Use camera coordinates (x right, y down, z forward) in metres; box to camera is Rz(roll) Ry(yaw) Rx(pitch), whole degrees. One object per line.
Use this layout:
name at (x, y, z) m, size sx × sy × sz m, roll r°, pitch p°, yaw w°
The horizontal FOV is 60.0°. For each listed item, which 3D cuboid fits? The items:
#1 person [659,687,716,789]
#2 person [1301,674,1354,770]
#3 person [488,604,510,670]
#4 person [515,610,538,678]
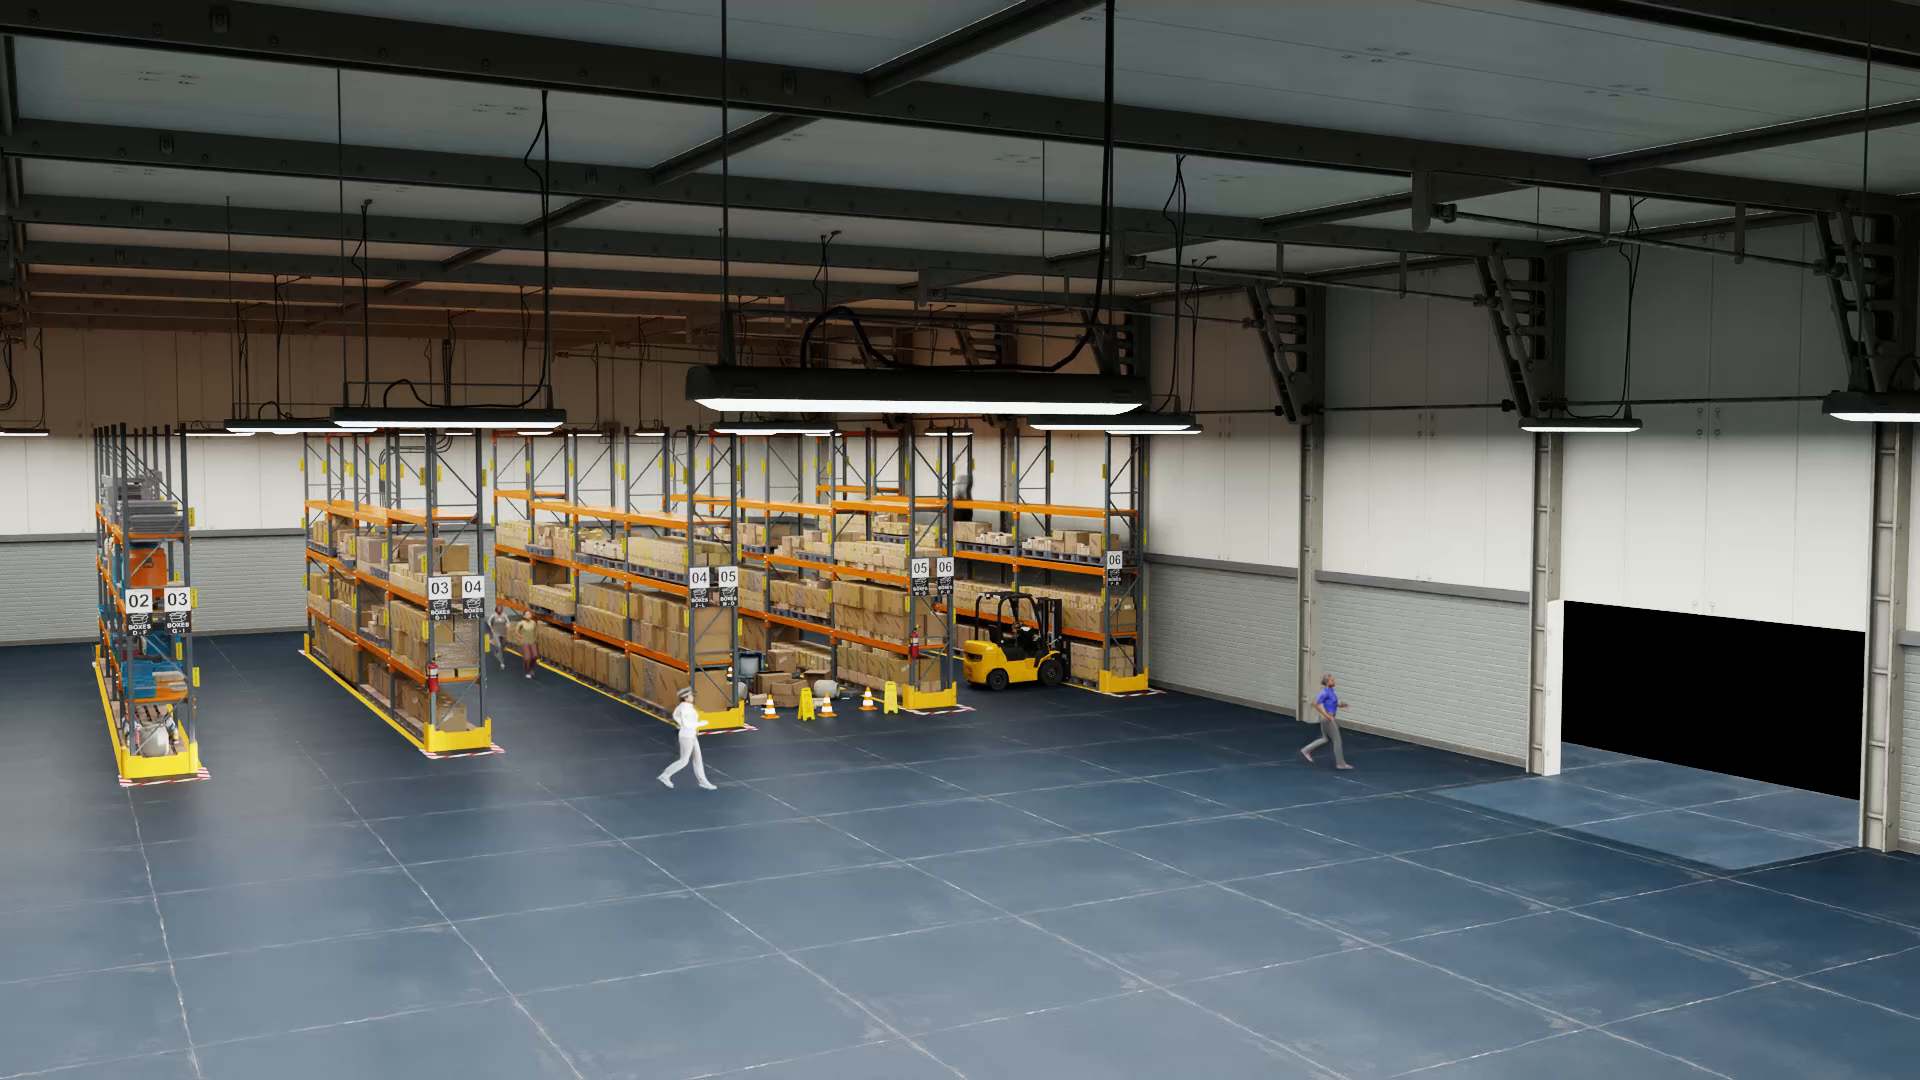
person at (-4.424, 3.222, 26.958) m, size 0.920 × 1.697 × 0.612 m, roll 0°, pitch 3°, yaw -5°
person at (6.381, 3.139, 28.837) m, size 0.904 × 1.633 × 0.583 m, roll 1°, pitch 4°, yaw 17°
person at (-11.572, 2.415, 41.818) m, size 0.507 × 1.580 × 1.033 m, roll -2°, pitch 4°, yaw -33°
person at (-10.337, 2.490, 39.800) m, size 0.581 × 1.634 × 0.538 m, roll -2°, pitch 4°, yaw -30°
